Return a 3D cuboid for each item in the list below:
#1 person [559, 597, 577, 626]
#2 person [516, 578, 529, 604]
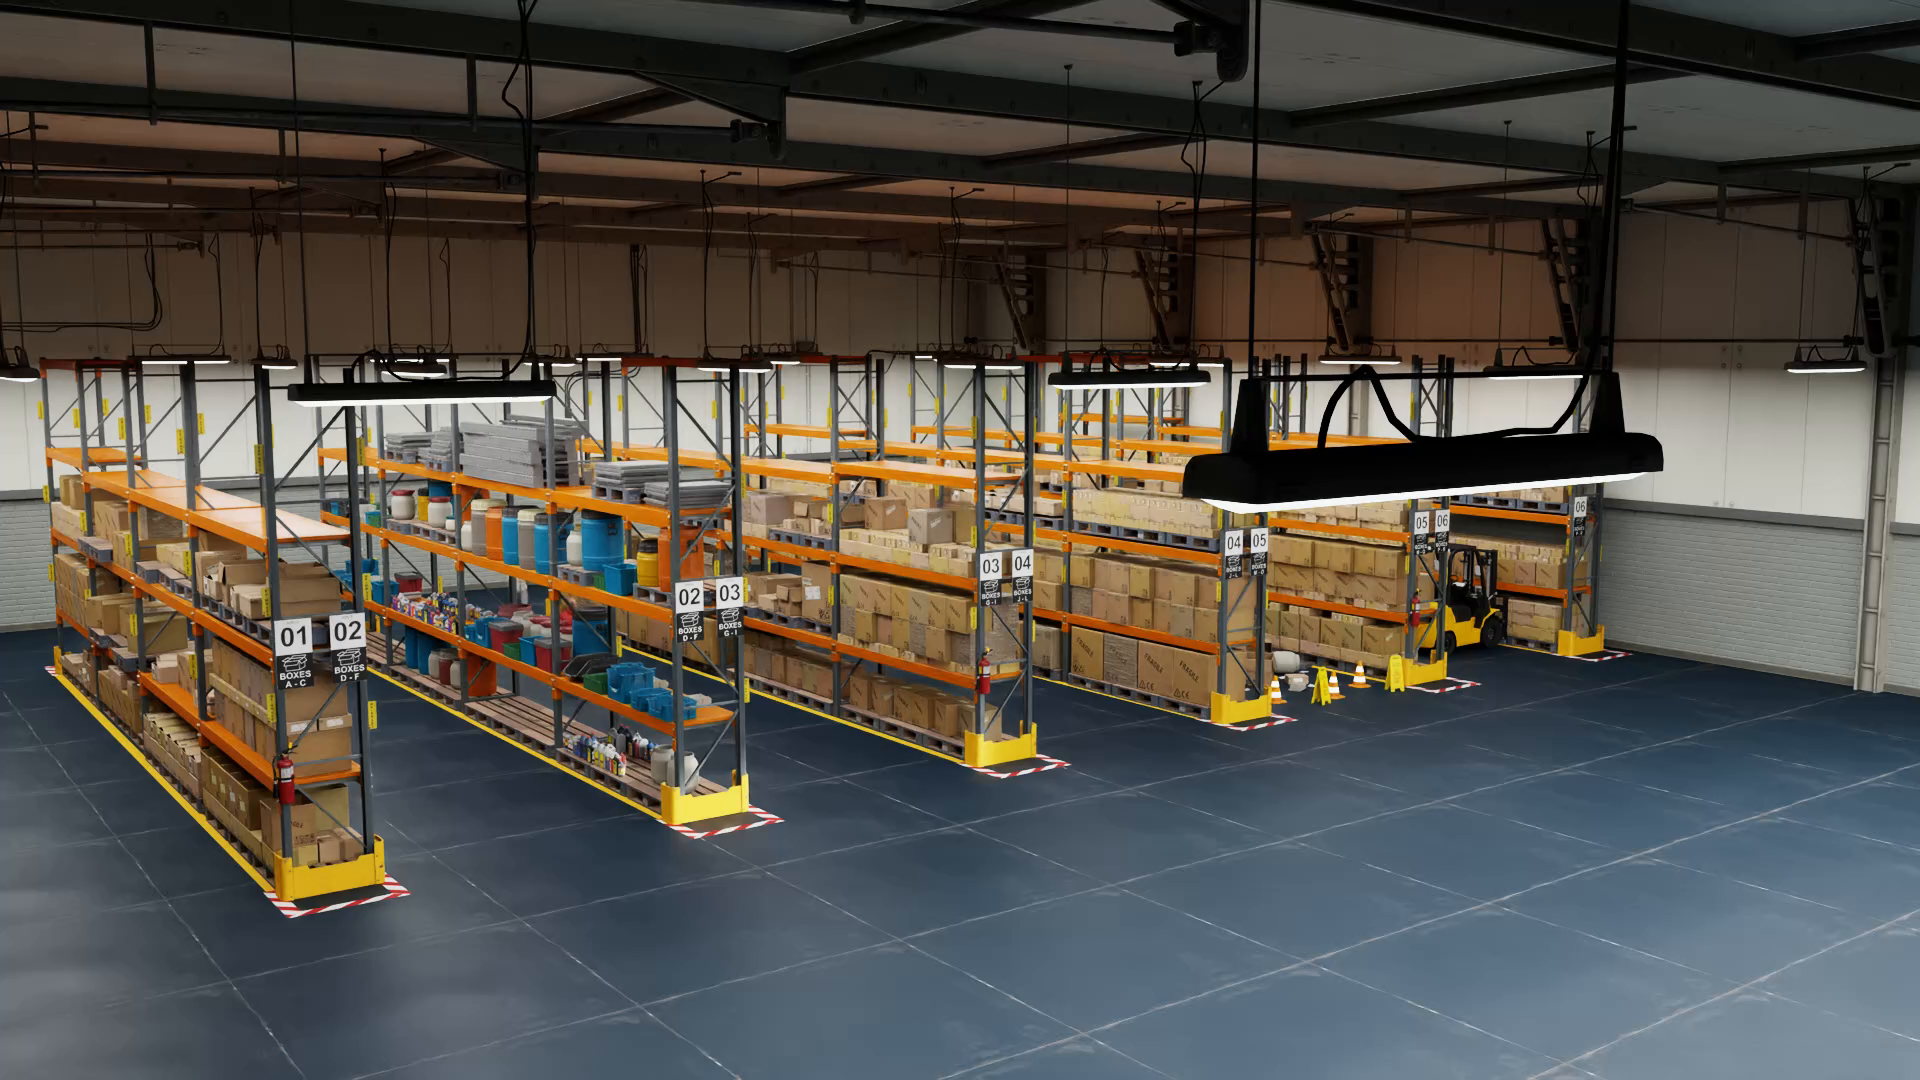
[{"bbox_3d":[-6.979,1.864,30.121,1.055,1.658,0.594,7,10,44],"label":"person"},{"bbox_3d":[-9.716,1.107,36.586,0.430,1.638,0.899,-4,8,-31],"label":"person"}]
